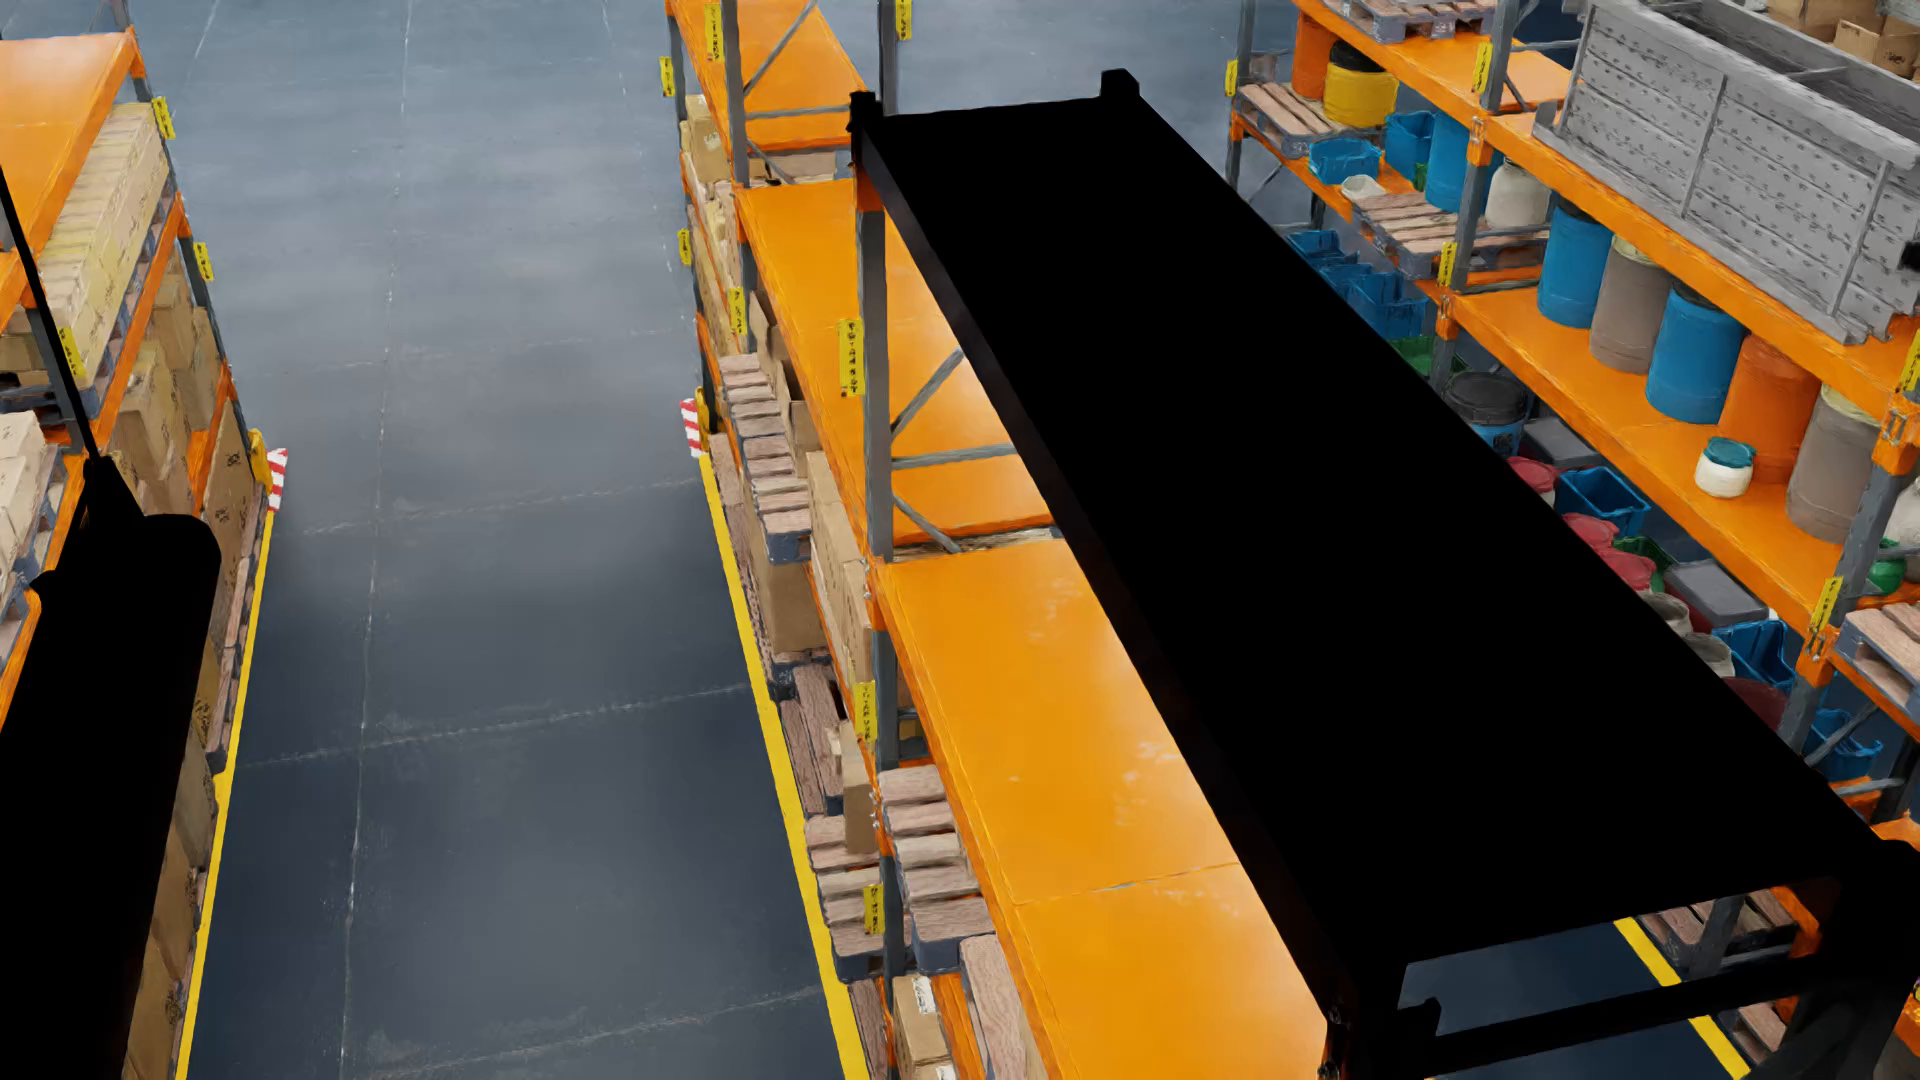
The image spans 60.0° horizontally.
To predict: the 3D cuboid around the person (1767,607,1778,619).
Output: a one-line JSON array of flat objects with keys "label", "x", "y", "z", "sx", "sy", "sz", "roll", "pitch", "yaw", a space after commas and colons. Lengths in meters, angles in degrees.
[{"label": "person", "x": 5.557, "y": 0.505, "z": 11.822, "sx": 0.750, "sy": 1.737, "sz": 0.748, "roll": -6, "pitch": 35, "yaw": -9}]
